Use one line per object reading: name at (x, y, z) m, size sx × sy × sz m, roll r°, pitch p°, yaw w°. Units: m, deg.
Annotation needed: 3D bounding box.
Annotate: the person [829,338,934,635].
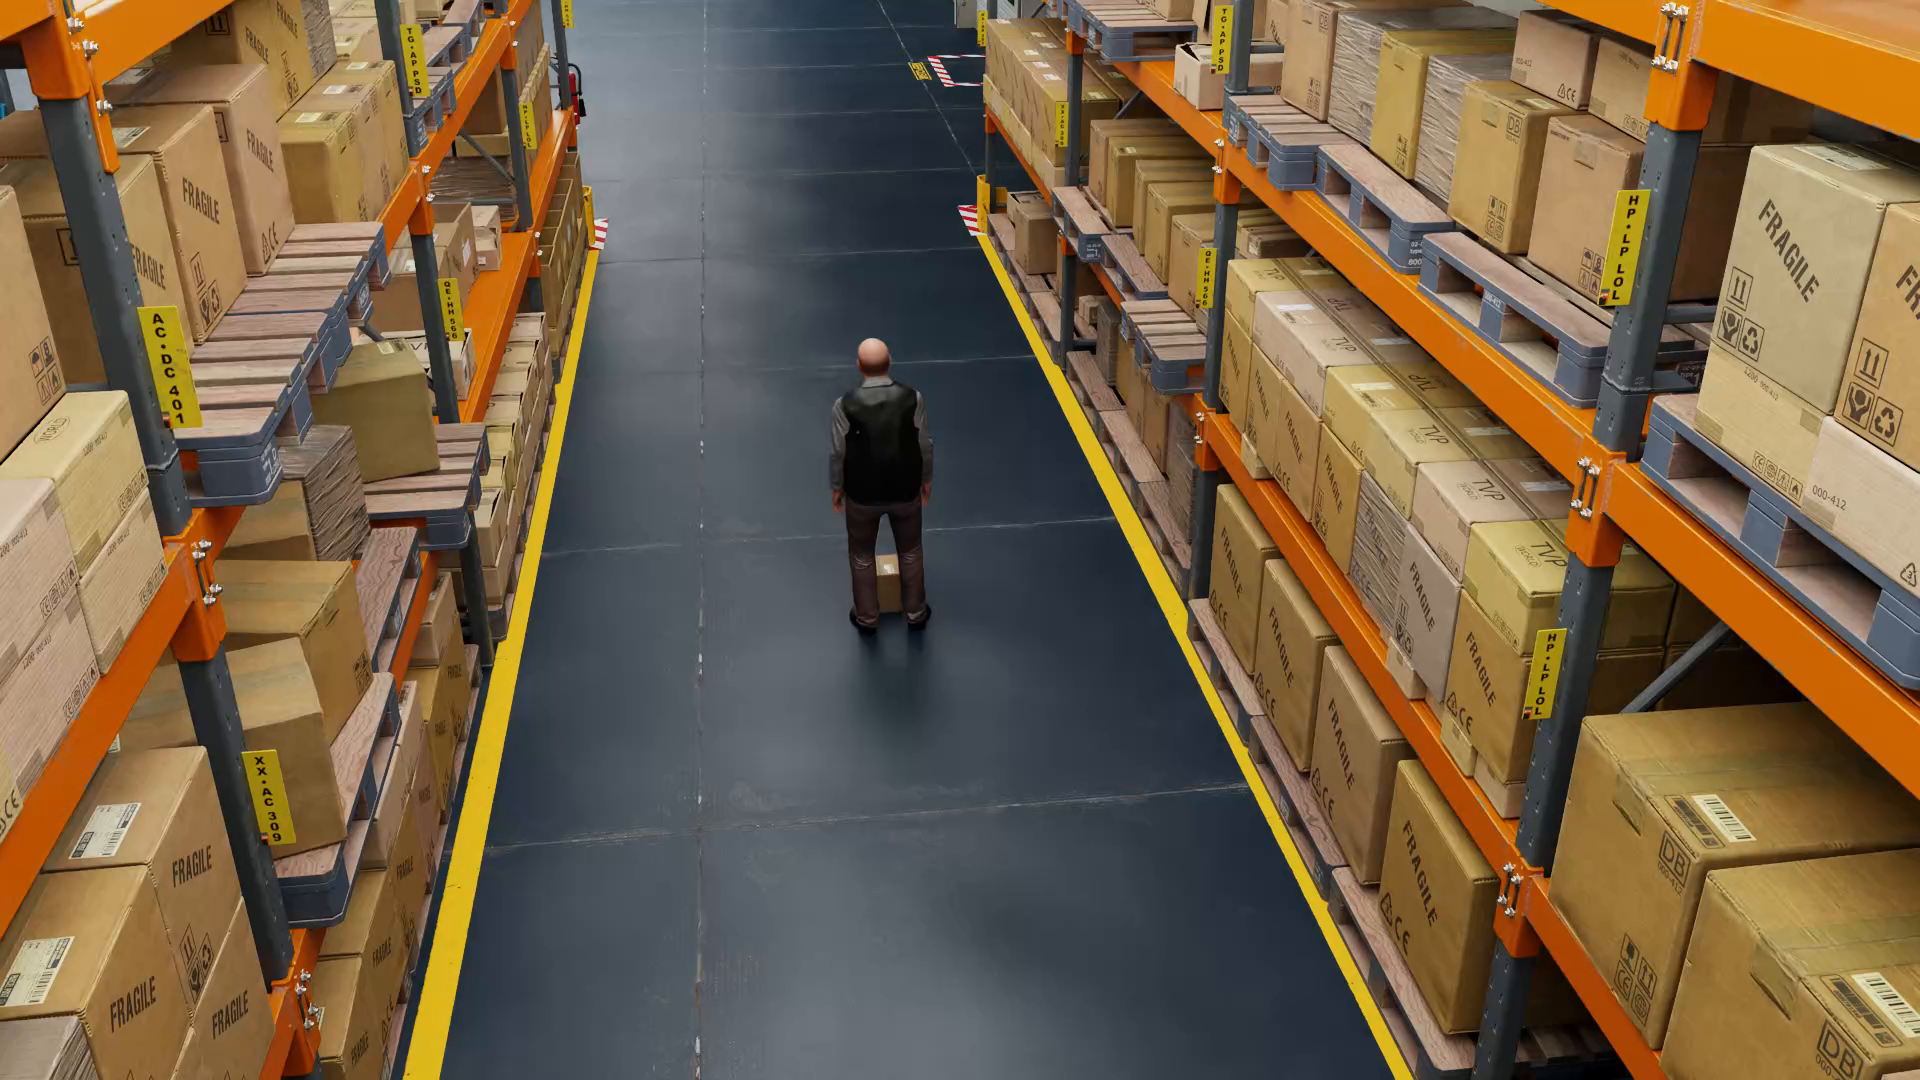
person at (-0.430, -0.268, 9.173) m, size 0.580 × 1.719 × 0.425 m, roll -5°, pitch 27°, yaw -10°
